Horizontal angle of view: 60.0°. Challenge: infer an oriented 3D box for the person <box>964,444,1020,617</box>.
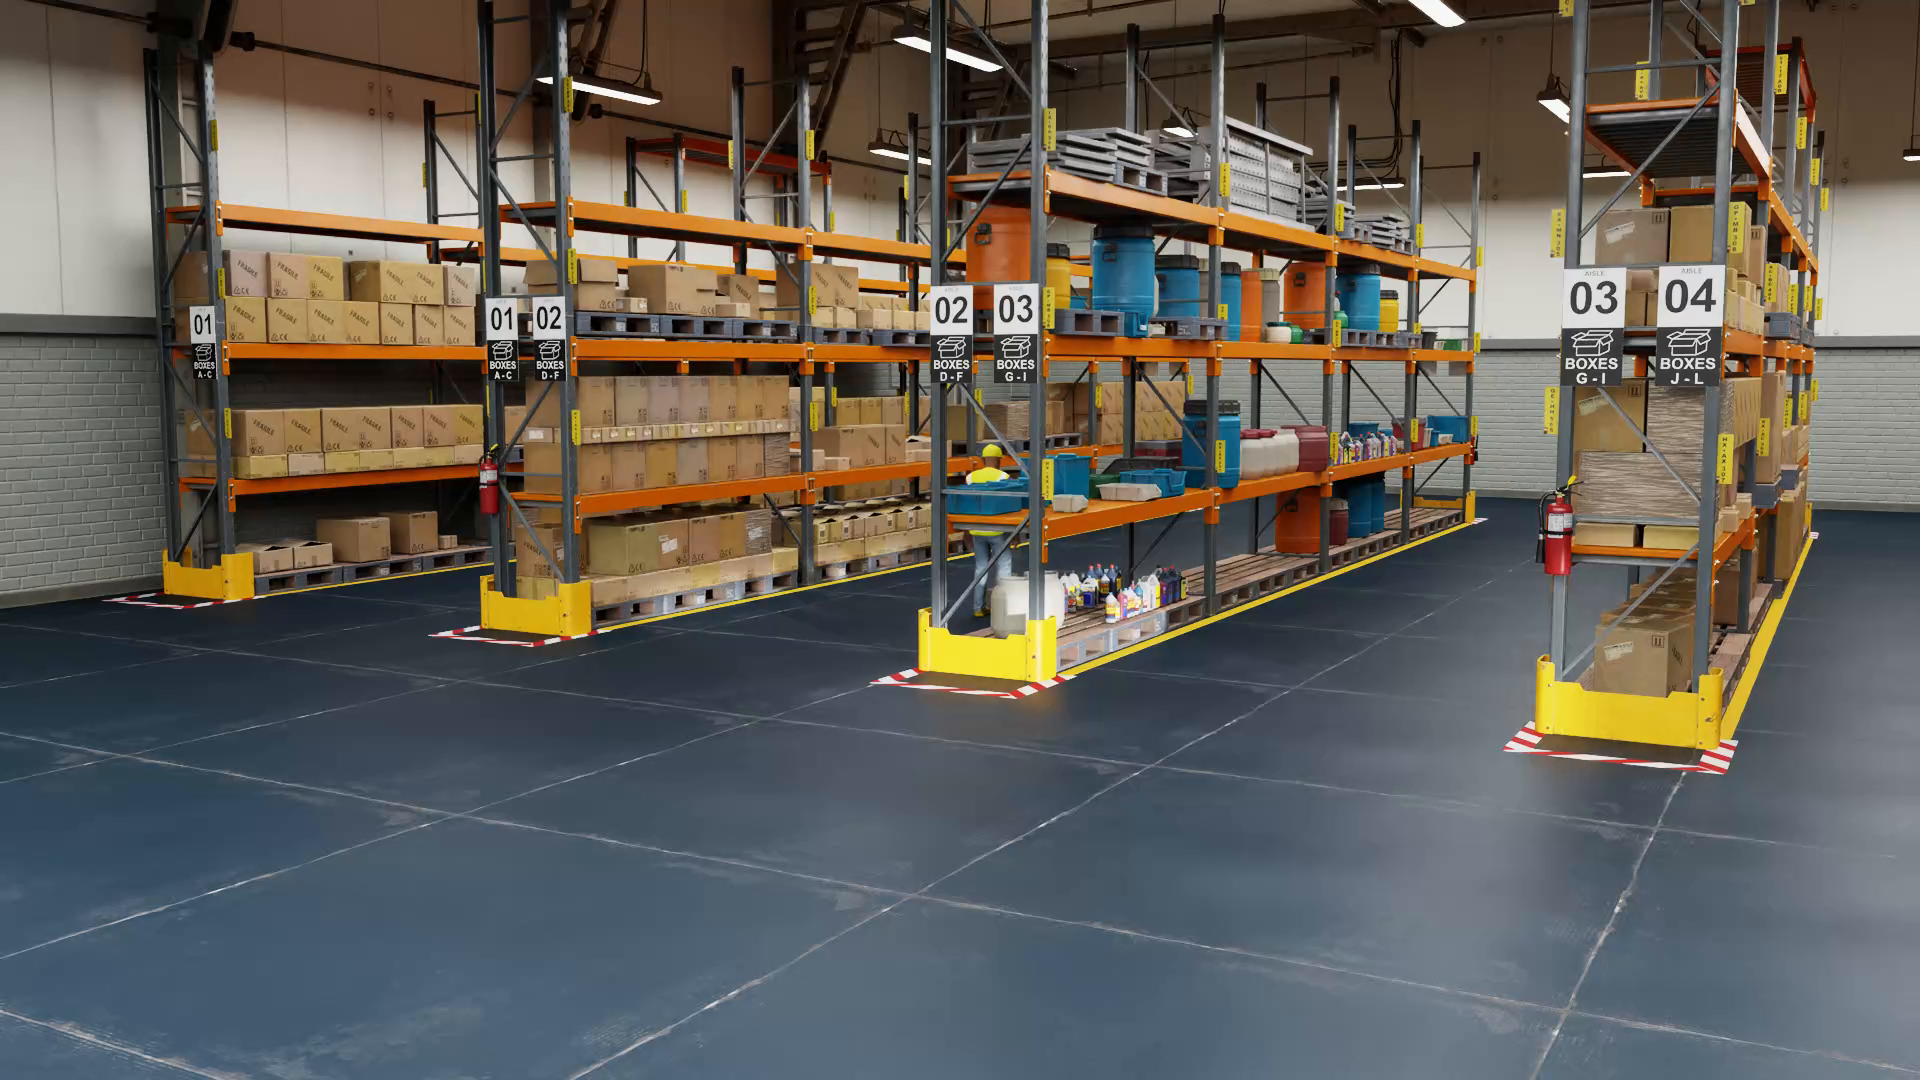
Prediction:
[{"bbox_3d":[0.322,-0.094,16.967,0.626,1.759,0.463,3,7,26],"label":"person"}]
